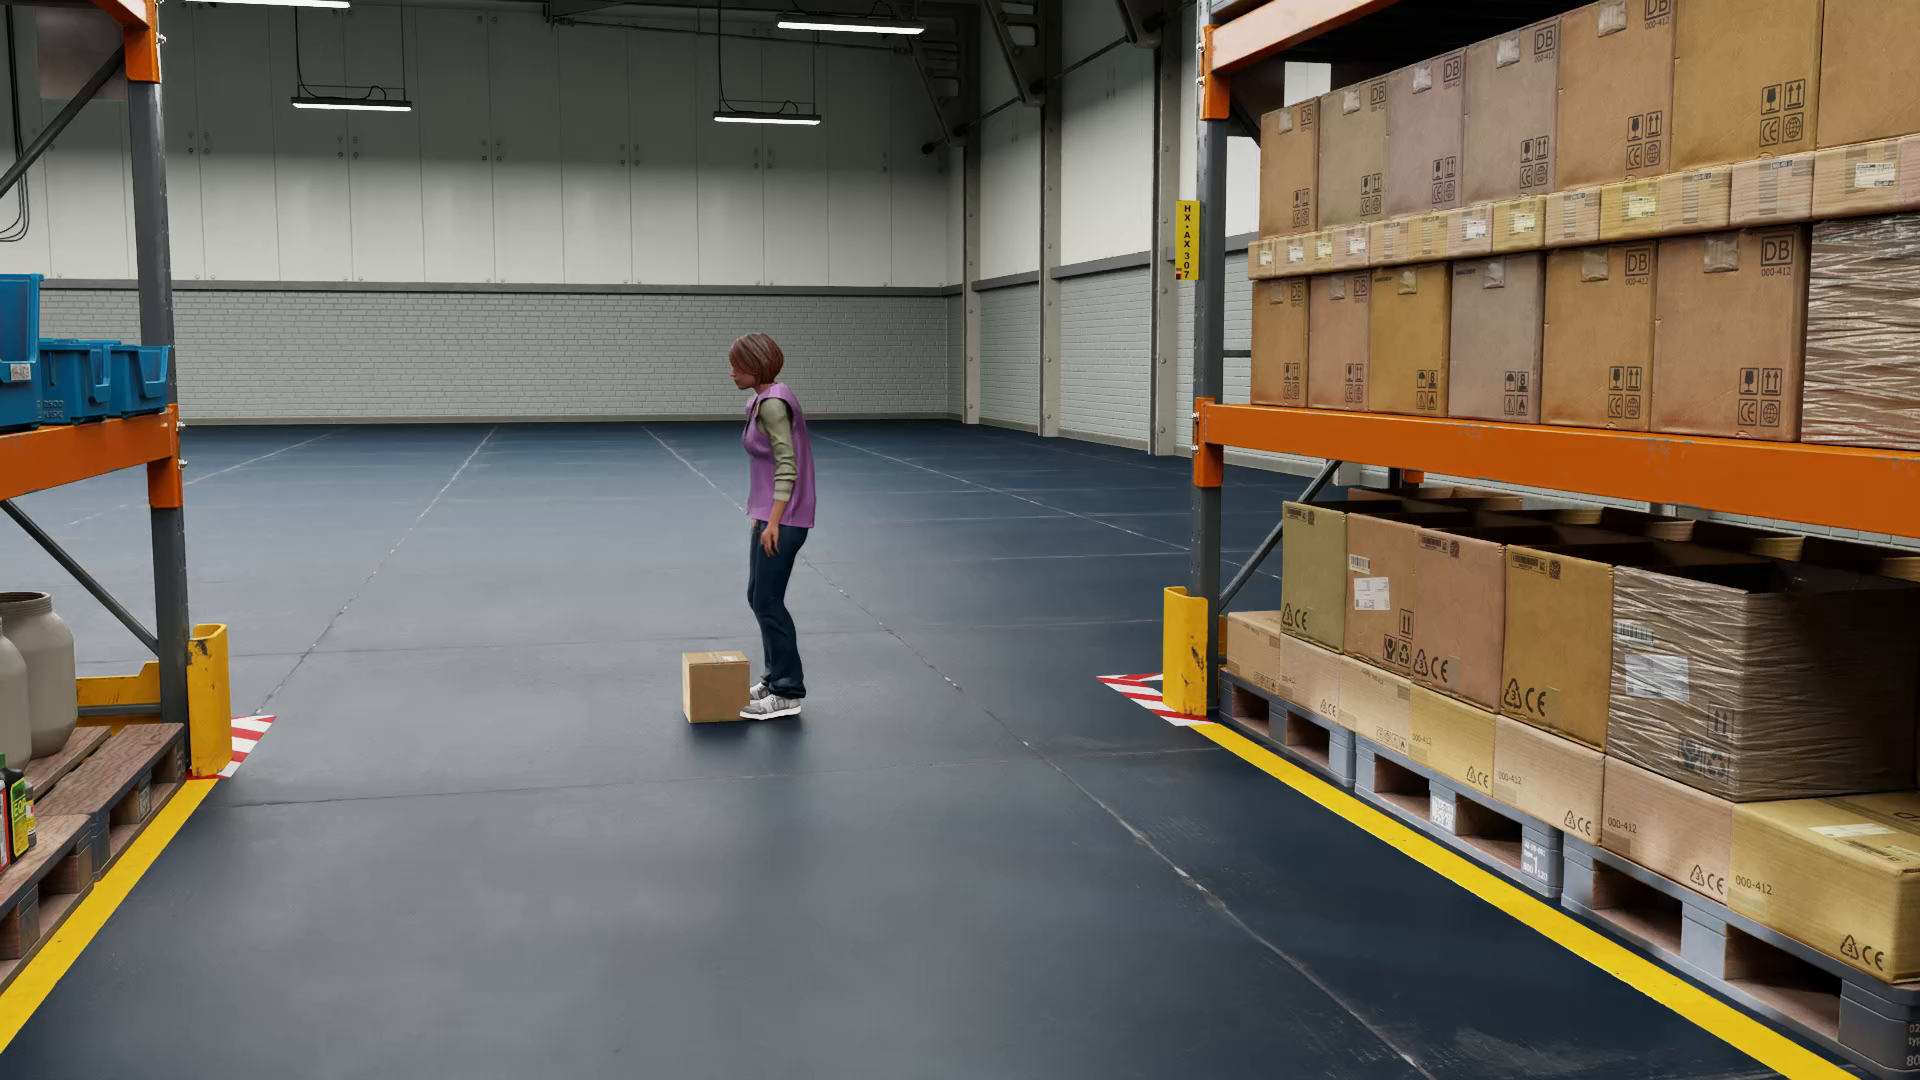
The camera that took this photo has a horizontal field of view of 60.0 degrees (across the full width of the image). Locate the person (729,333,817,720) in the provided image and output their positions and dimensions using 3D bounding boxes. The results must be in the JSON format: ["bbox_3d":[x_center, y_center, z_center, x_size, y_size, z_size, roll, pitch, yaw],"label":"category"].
[{"bbox_3d":[-0.784,-0.063,6.947,0.347,1.593,0.459,-2,7,-14],"label":"person"}]
